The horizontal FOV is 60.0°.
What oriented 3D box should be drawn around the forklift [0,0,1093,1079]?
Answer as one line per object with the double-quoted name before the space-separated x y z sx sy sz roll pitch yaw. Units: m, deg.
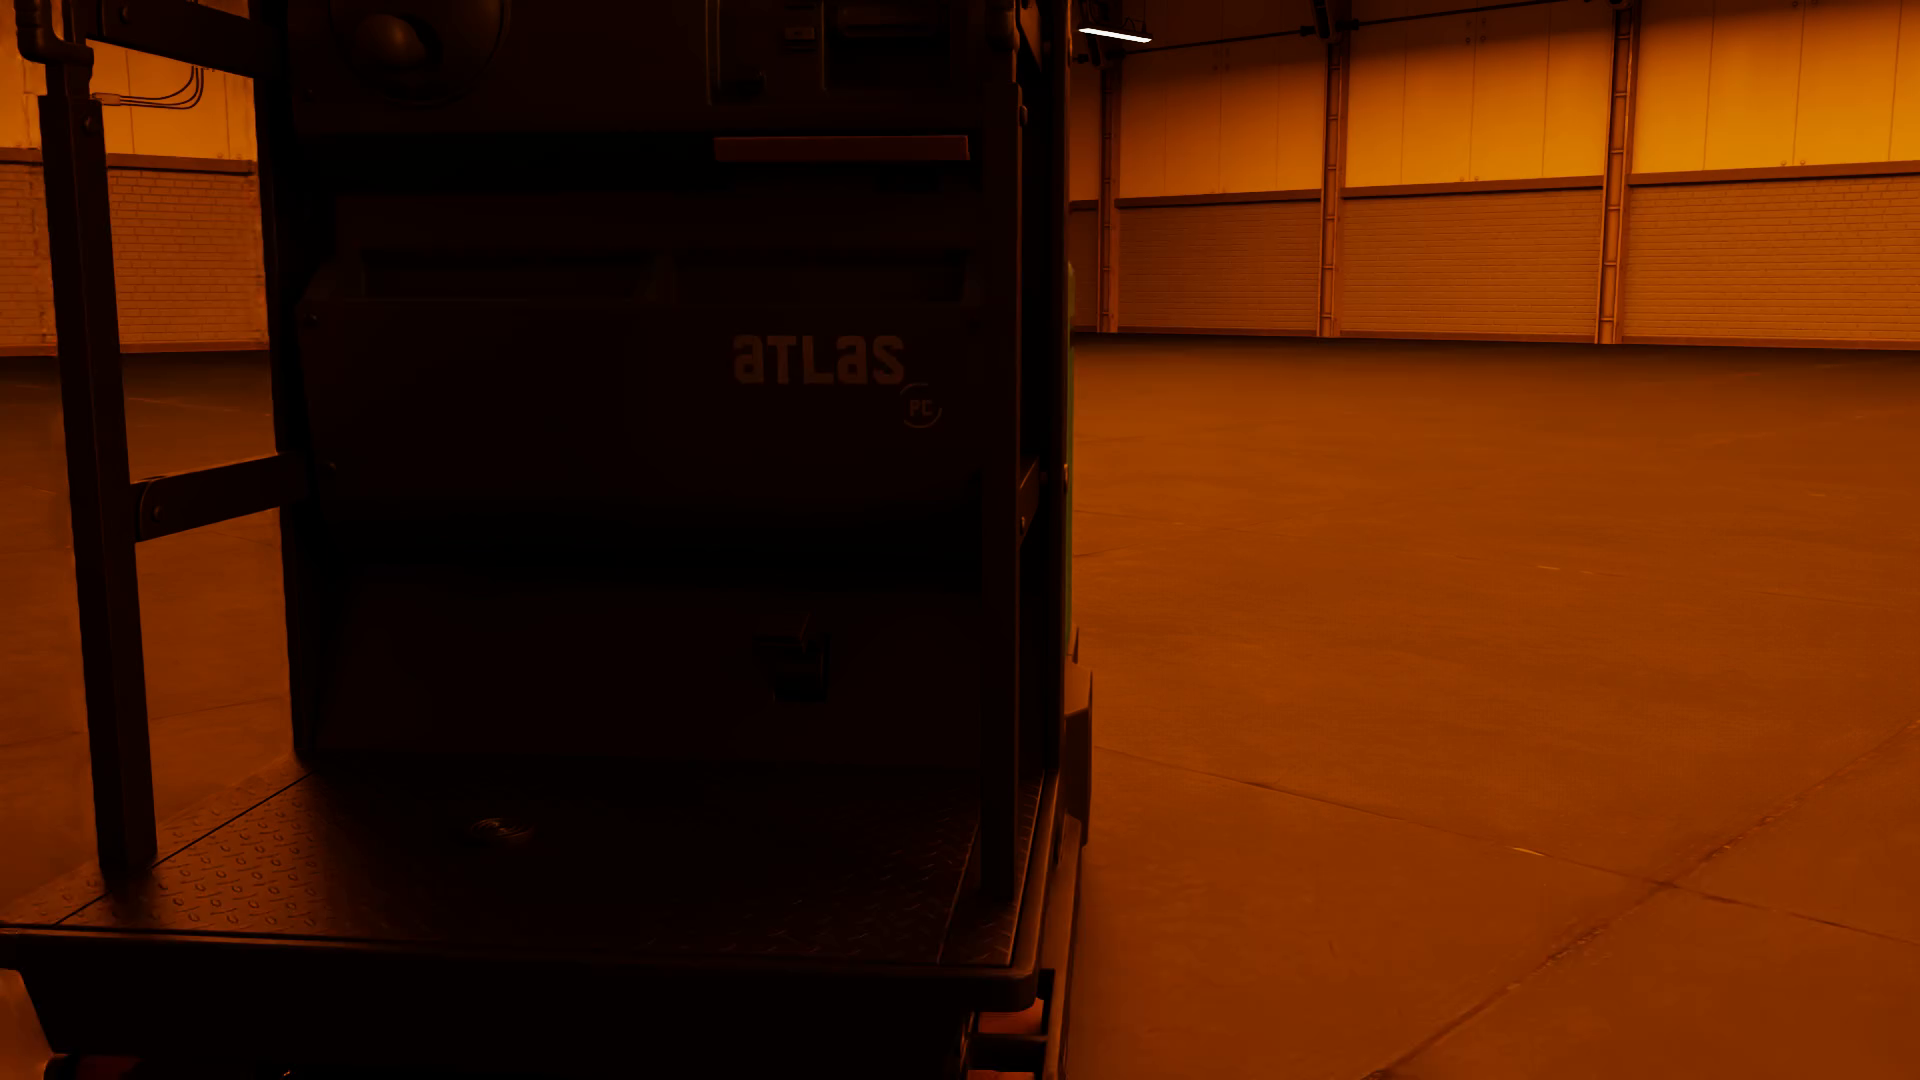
"forklift" -0.423 -0.761 1.928 1.130 2.935 3.031 1 9 6
